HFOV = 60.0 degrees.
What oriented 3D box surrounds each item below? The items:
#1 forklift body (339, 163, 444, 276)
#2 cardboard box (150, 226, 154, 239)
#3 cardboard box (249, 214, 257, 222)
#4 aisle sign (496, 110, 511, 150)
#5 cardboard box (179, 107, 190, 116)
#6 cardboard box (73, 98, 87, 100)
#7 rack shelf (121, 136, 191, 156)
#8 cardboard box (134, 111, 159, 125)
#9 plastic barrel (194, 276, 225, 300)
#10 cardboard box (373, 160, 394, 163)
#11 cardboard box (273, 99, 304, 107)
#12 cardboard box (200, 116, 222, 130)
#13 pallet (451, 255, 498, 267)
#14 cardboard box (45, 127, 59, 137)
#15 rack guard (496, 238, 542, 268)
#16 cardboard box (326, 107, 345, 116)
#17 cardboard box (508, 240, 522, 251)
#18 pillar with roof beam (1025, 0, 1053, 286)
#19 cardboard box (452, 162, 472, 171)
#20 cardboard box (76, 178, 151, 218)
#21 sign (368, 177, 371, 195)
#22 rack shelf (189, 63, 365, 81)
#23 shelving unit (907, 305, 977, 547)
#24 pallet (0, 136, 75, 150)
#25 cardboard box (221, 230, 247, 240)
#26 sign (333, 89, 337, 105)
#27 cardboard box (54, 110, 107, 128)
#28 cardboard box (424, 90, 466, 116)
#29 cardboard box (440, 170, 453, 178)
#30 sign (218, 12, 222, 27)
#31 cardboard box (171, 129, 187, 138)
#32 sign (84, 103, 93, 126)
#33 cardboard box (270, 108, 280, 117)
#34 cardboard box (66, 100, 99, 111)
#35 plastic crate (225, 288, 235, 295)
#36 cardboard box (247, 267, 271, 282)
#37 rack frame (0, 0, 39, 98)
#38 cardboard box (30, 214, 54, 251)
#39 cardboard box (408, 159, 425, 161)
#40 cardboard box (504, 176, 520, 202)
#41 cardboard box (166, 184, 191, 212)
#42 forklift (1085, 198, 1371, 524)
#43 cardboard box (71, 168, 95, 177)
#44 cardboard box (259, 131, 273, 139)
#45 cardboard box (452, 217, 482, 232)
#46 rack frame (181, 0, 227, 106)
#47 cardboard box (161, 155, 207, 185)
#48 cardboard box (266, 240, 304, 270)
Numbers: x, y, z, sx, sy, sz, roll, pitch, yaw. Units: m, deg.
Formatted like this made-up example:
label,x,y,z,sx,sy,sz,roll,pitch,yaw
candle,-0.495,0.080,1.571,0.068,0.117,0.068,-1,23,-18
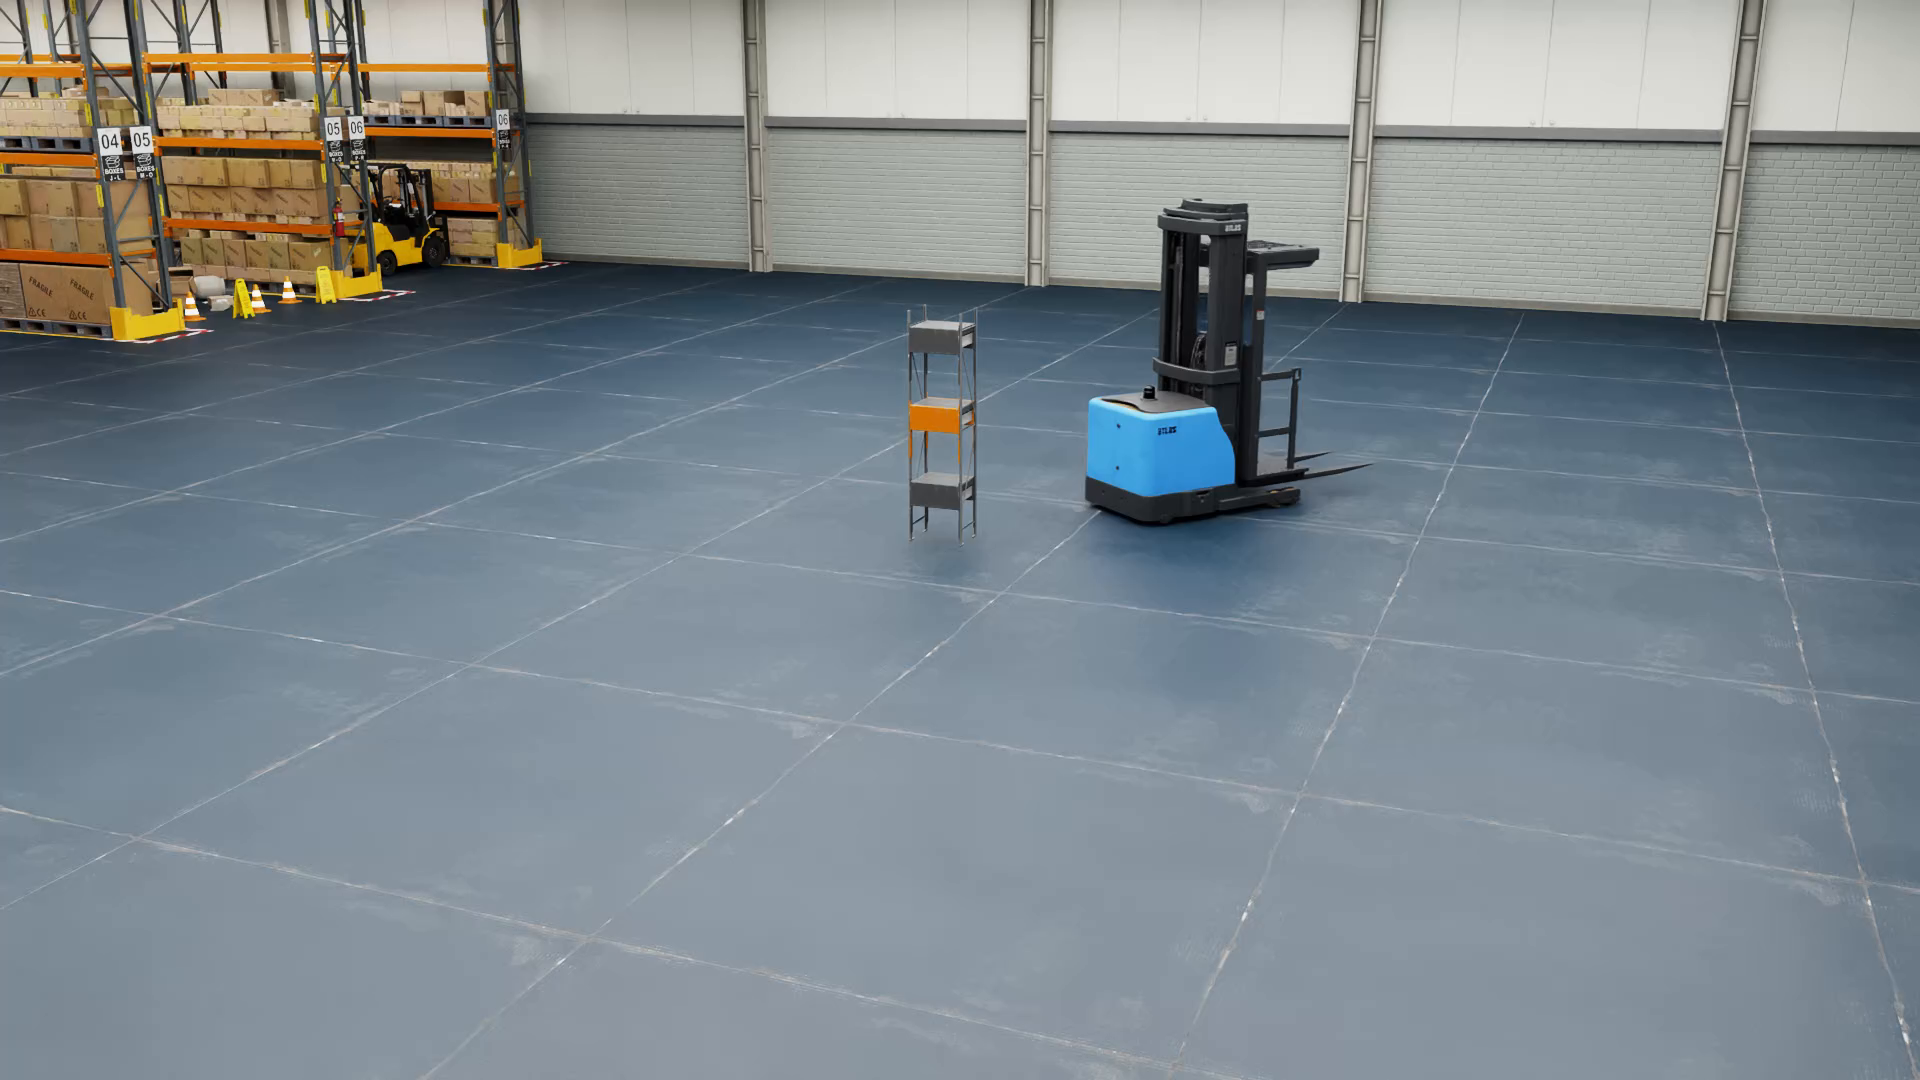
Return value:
label,x,y,z,sx,sy,sz,roll,pitch,yaw
forklift body,-11.791,-6.608,34.077,1.214,2.155,2.313,6,17,21
cardboard box,-18.712,-7.257,38.521,0.500,0.500,0.500,6,17,19
cardboard box,-13.017,-6.030,31.017,0.250,0.149,0.380,6,17,21
aisle sign,-9.405,-8.460,34.273,0.004,0.787,0.394,6,17,21
cardboard box,-14.229,-7.954,30.831,0.250,0.149,0.380,6,17,19
cardboard box,-13.798,-6.860,26.131,0.250,0.149,0.380,6,17,21
rack shelf,-16.757,-7.716,32.281,4.000,0.370,1.077,6,17,21
cardboard box,-15.493,-8.008,31.515,0.500,0.250,0.500,6,17,20
plastic barrel,-13.653,-4.588,30.219,0.512,0.421,0.421,-9,18,-27
cardboard box,-12.374,-8.070,35.714,0.250,0.149,0.380,6,17,20
cardboard box,-14.556,-9.441,36.160,0.500,0.311,0.500,6,17,19
cardboard box,-13.644,-7.706,30.694,0.500,0.250,0.500,6,17,21
pallet,-10.085,-6.023,35.541,1.213,0.211,1.003,6,17,21
cardboard box,-13.805,-6.281,25.565,0.250,0.149,0.380,7,17,21
rack guard,-9.336,-6.092,35.261,0.348,0.500,1.175,6,17,21
cardboard box,-11.432,-7.799,30.298,0.250,0.149,0.380,6,17,20
cardboard box,-9.743,-6.277,35.593,0.500,0.250,0.500,6,17,21
pillar with roof beam,-0.092,-8.137,27.060,0.400,9.000,9.100,6,17,21
cardboard box,-10.467,-7.861,34.994,0.250,0.149,0.380,6,17,21
cardboard box,-13.229,-5.351,26.021,0.550,0.550,0.875,6,17,21
sign,-10.977,-6.563,30.849,0.005,0.325,0.100,6,17,21
rack shelf,-14.939,-10.252,36.354,4.000,0.370,1.077,6,17,21
shelving unit,-0.154,-1.025,14.939,0.503,2.100,0.431,6,17,21
pallet,-14.731,-6.308,26.302,1.213,0.211,1.003,6,17,21
cardboard box,-13.622,-5.731,31.206,0.250,0.149,0.380,7,18,24
sign,-13.269,-9.402,35.308,0.005,0.325,0.100,6,17,21
cardboard box,-13.456,-6.451,25.439,0.500,0.250,0.500,7,17,21
cardboard box,-10.775,-9.146,34.804,0.500,0.500,0.700,6,17,21
cardboard box,-10.743,-7.721,35.047,0.250,0.149,0.380,6,17,19
sign,-16.600,-11.663,37.248,0.005,0.325,0.100,6,17,21
cardboard box,-14.475,-7.599,31.038,0.250,0.149,0.380,6,17,21
sign,-13.110,-6.401,25.017,0.005,0.325,0.100,6,17,21
cardboard box,-12.286,-7.765,30.180,0.250,0.149,0.380,6,17,21
cardboard box,-13.336,-6.612,25.276,0.250,0.149,0.380,6,17,21
plastic crate,-13.737,-4.641,31.016,0.583,0.080,0.402,0,16,1
cardboard box,-12.994,-5.008,31.223,0.500,0.250,0.500,6,17,19
rack frame,-18.618,-9.706,32.467,0.127,3.000,1.000,6,17,21
cardboard box,-14.254,-4.951,26.580,0.550,0.550,0.875,6,17,21
cardboard box,-11.712,-8.151,35.993,0.250,0.149,0.380,6,17,20
cardboard box,-9.717,-7.465,35.329,0.500,0.500,0.500,7,18,22
cardboard box,-14.590,-6.490,31.435,0.500,0.500,0.500,6,17,20
forklift,2.757,-1.840,16.256,3.031,2.935,1.130,-9,19,-29
cardboard box,-16.838,-6.955,32.283,0.500,0.500,0.500,6,17,19
cardboard box,-12.549,-7.400,30.354,0.250,0.149,0.380,6,17,20
cardboard box,-10.378,-6.673,35.164,0.500,0.250,0.500,7,17,22
rack frame,-16.800,-10.994,36.903,0.127,3.000,1.000,6,17,21
cardboard box,-14.567,-6.986,31.351,0.500,0.500,0.700,6,17,20
cardboard box,-12.503,-5.315,30.935,0.500,0.500,0.500,7,18,23
